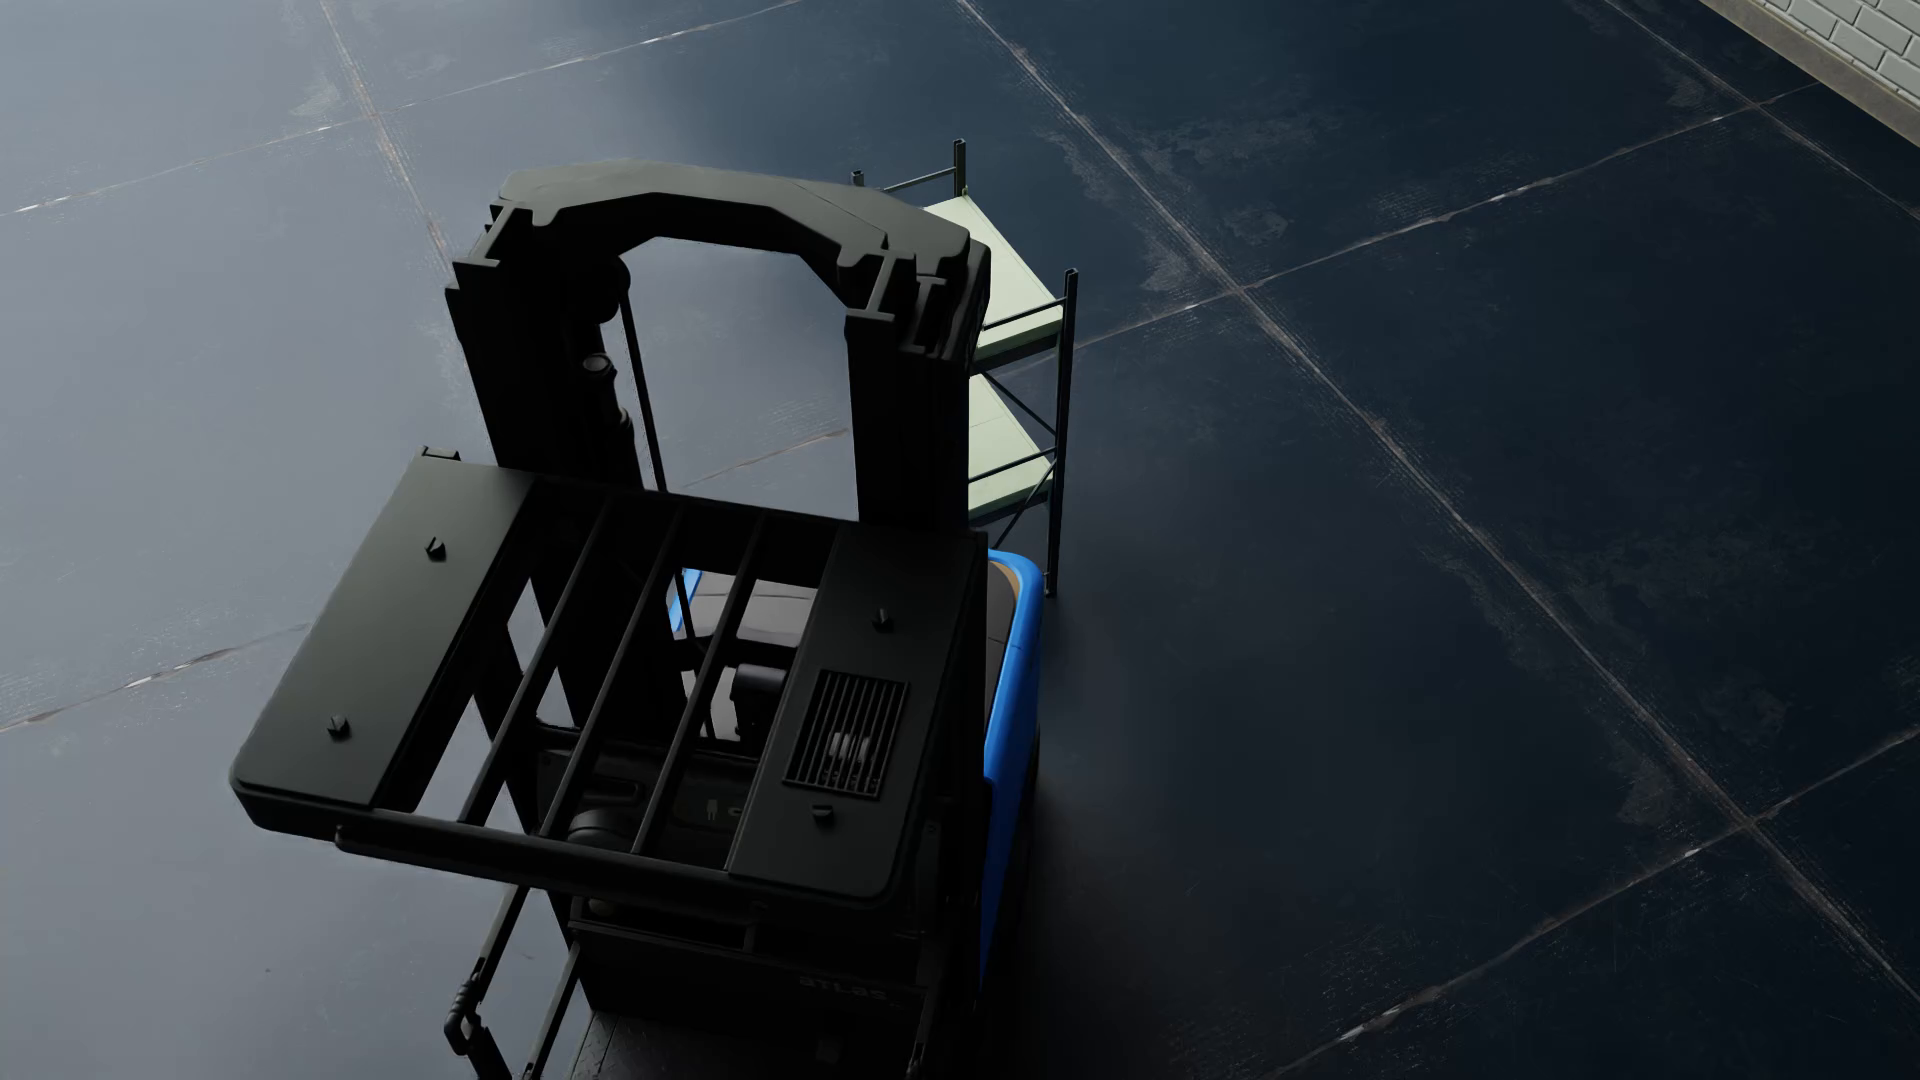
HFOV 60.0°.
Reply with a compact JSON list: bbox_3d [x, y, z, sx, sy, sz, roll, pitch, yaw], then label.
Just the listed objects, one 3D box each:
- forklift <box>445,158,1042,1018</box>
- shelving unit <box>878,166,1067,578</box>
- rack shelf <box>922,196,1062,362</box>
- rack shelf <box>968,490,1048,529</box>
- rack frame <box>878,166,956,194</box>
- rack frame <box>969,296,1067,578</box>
[{"bbox_3d":[-0.551,0.804,3.599,1.109,2.935,3.031,9,49,8],"label":"forklift"},{"bbox_3d":[0.004,-0.490,5.682,0.380,1.308,0.742,-21,52,-18],"label":"shelving unit"},{"bbox_3d":[0.003,-0.834,5.287,0.368,0.052,0.686,-21,52,-18],"label":"rack shelf"},{"bbox_3d":[0.003,-0.322,5.873,0.332,0.071,0.664,-21,52,-18],"label":"rack shelf"},{"bbox_3d":[-0.163,-0.735,5.896,0.380,1.308,0.010,-21,52,-18],"label":"rack frame"},{"bbox_3d":[0.172,-0.245,5.468,0.380,1.308,0.010,-21,52,-18],"label":"rack frame"}]
